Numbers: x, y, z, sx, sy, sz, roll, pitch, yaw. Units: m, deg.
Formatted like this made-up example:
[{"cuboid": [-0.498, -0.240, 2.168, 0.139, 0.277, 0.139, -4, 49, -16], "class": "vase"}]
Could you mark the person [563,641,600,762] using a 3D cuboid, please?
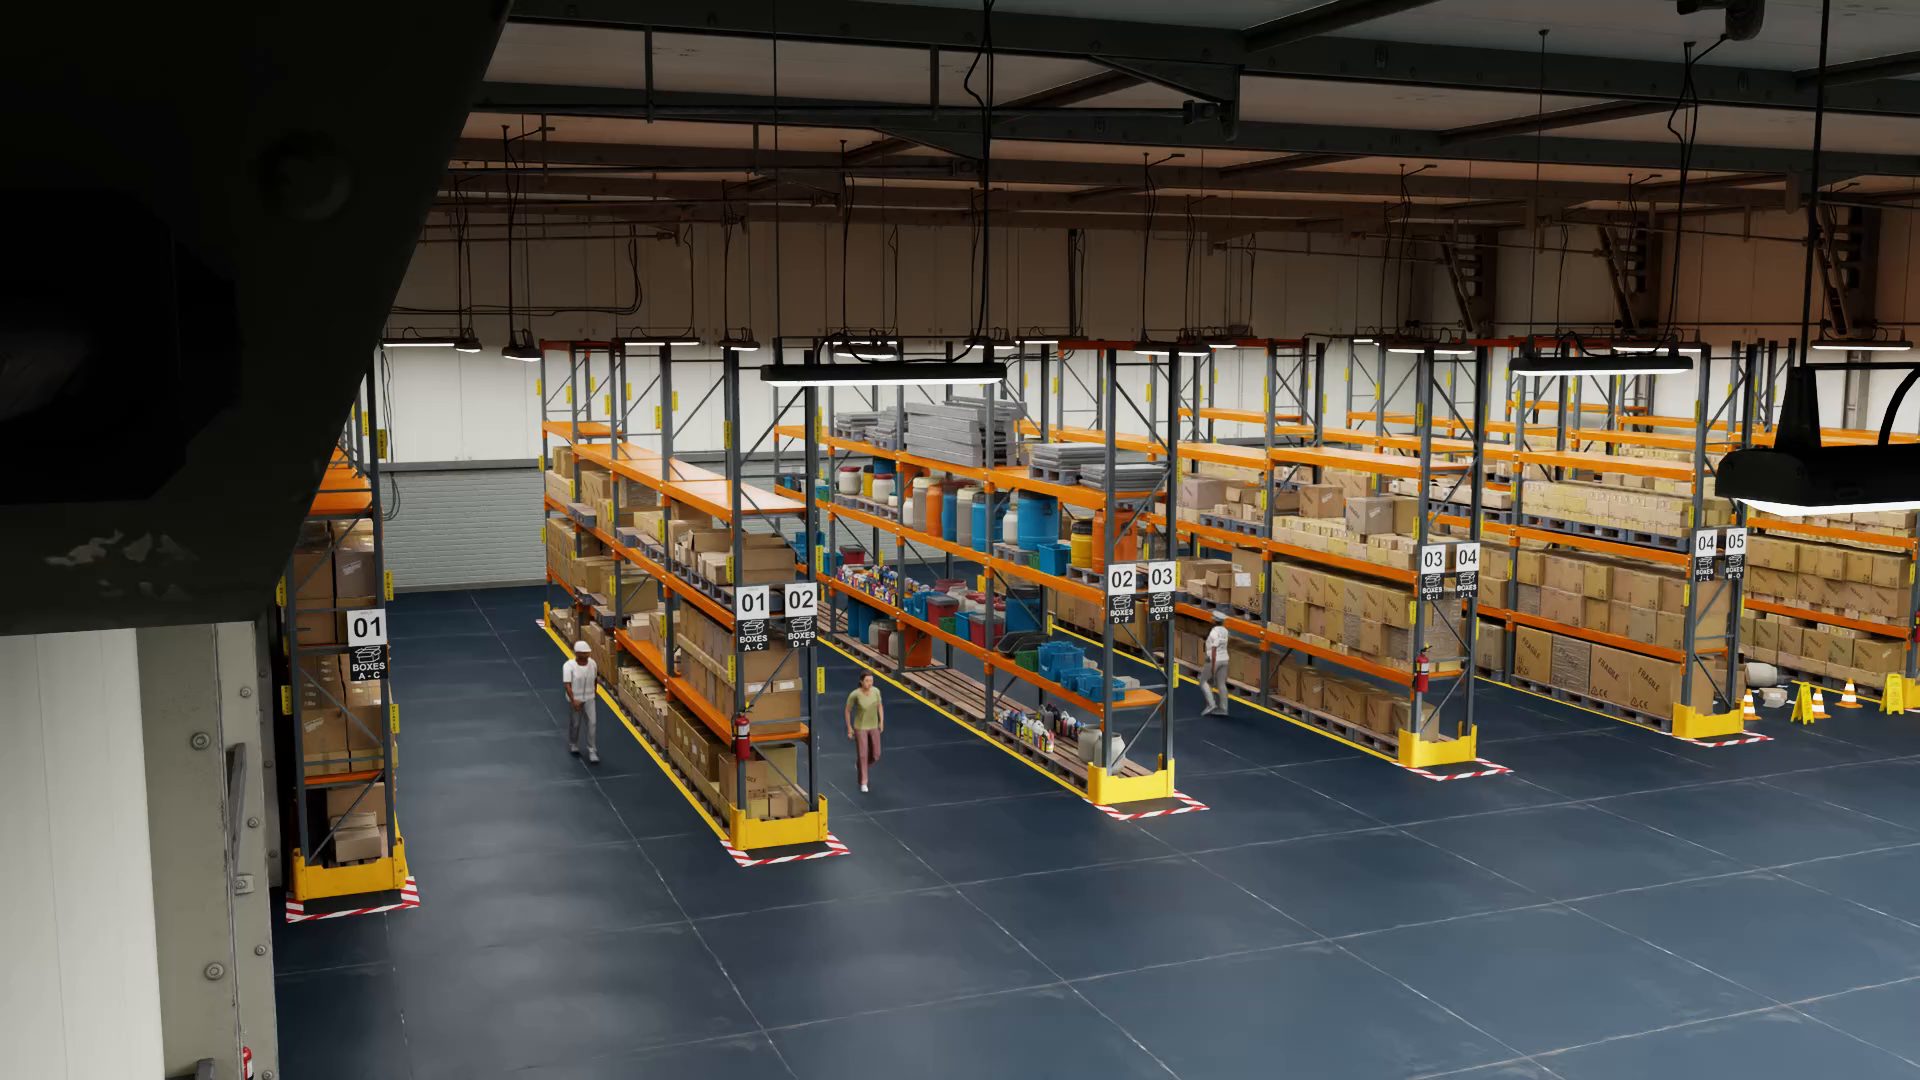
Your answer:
[{"cuboid": [-5.492, 2.320, 24.255, 0.562, 1.710, 0.974, -5, 9, -31], "class": "person"}]

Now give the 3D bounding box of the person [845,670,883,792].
[{"cuboid": [-1.323, 2.573, 22.754, 0.545, 1.657, 0.603, -4, 8, -26], "class": "person"}]

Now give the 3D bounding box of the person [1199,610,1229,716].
[{"cuboid": [4.151, 1.999, 26.935, 0.511, 1.708, 0.475, -5, 9, -32], "class": "person"}]
